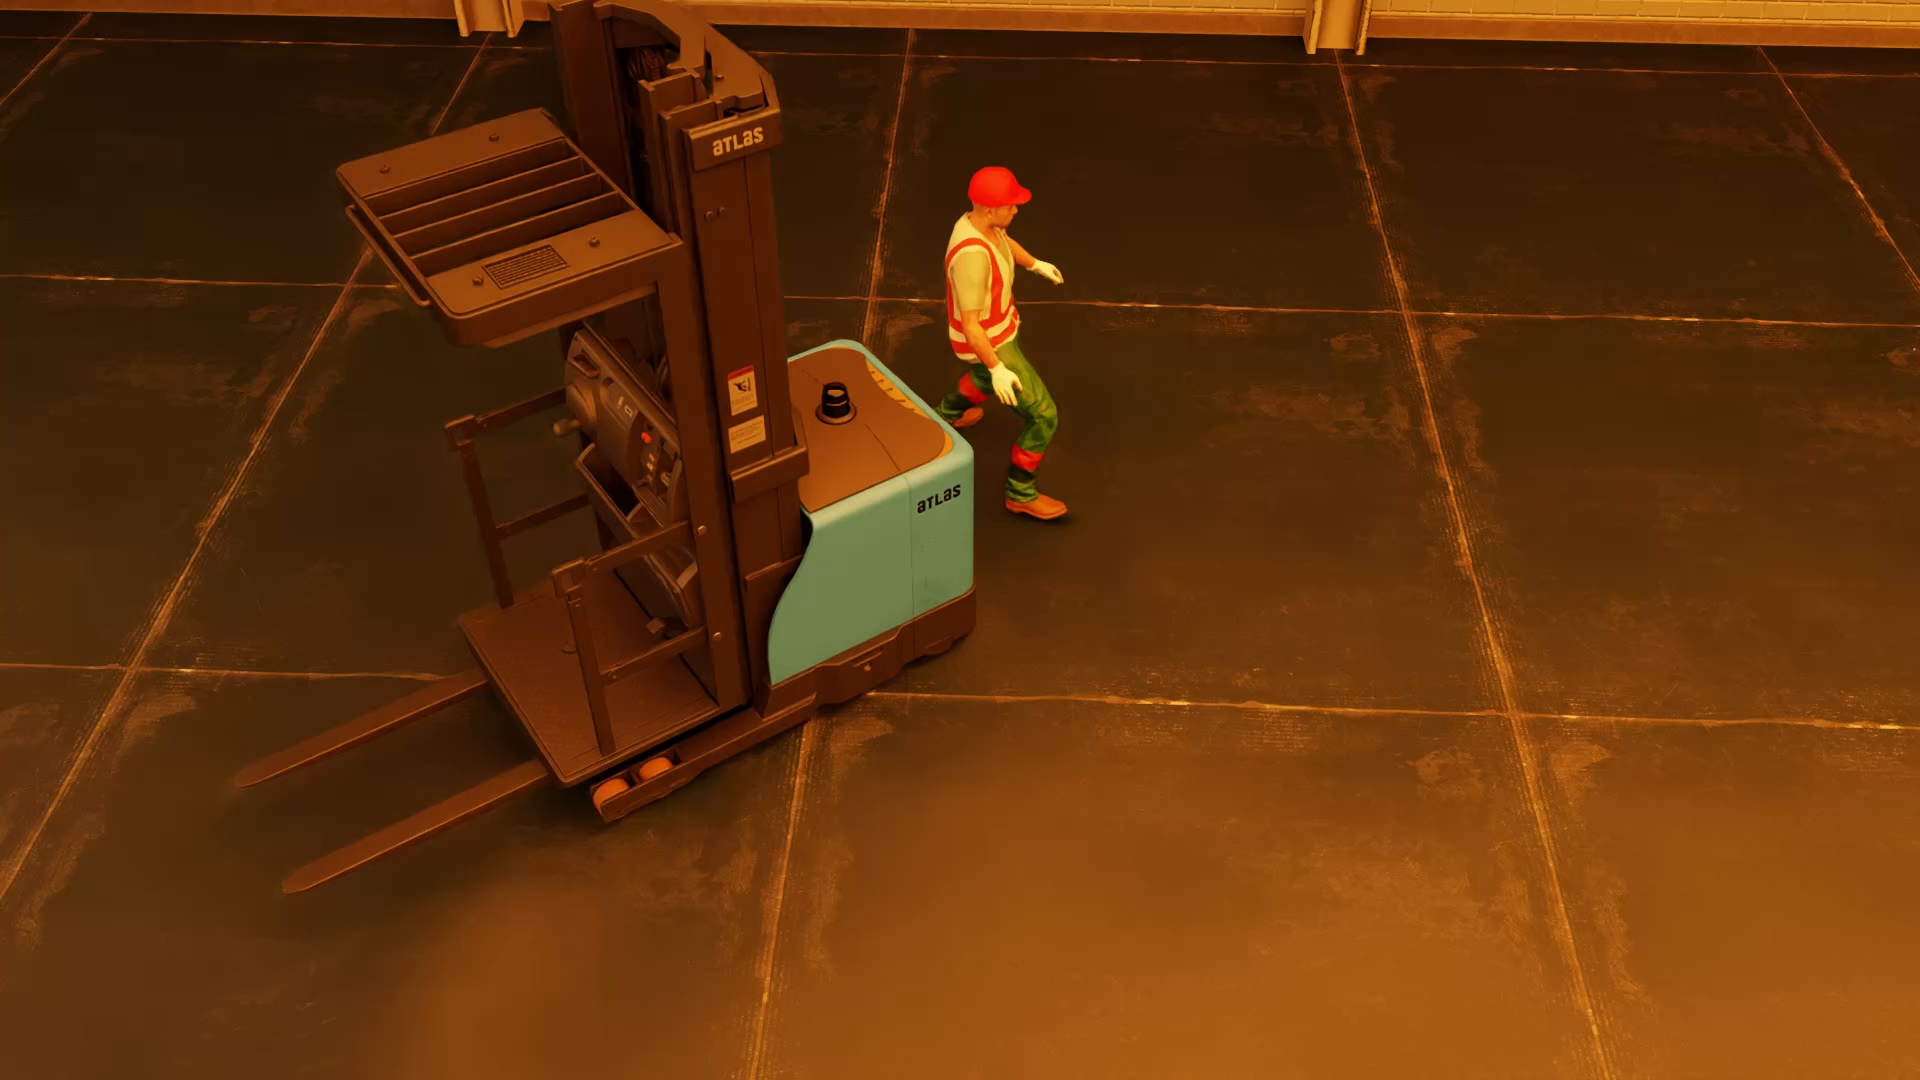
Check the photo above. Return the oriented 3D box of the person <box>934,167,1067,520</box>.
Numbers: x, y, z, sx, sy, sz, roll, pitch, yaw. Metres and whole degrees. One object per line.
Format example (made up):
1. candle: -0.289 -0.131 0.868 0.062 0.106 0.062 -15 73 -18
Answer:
1. person: 0.197 -1.015 7.822 0.760 1.640 0.961 6 43 6

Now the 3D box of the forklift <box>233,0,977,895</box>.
1. forklift: -1.432 -0.368 6.145 3.031 2.935 1.130 -25 48 -25
